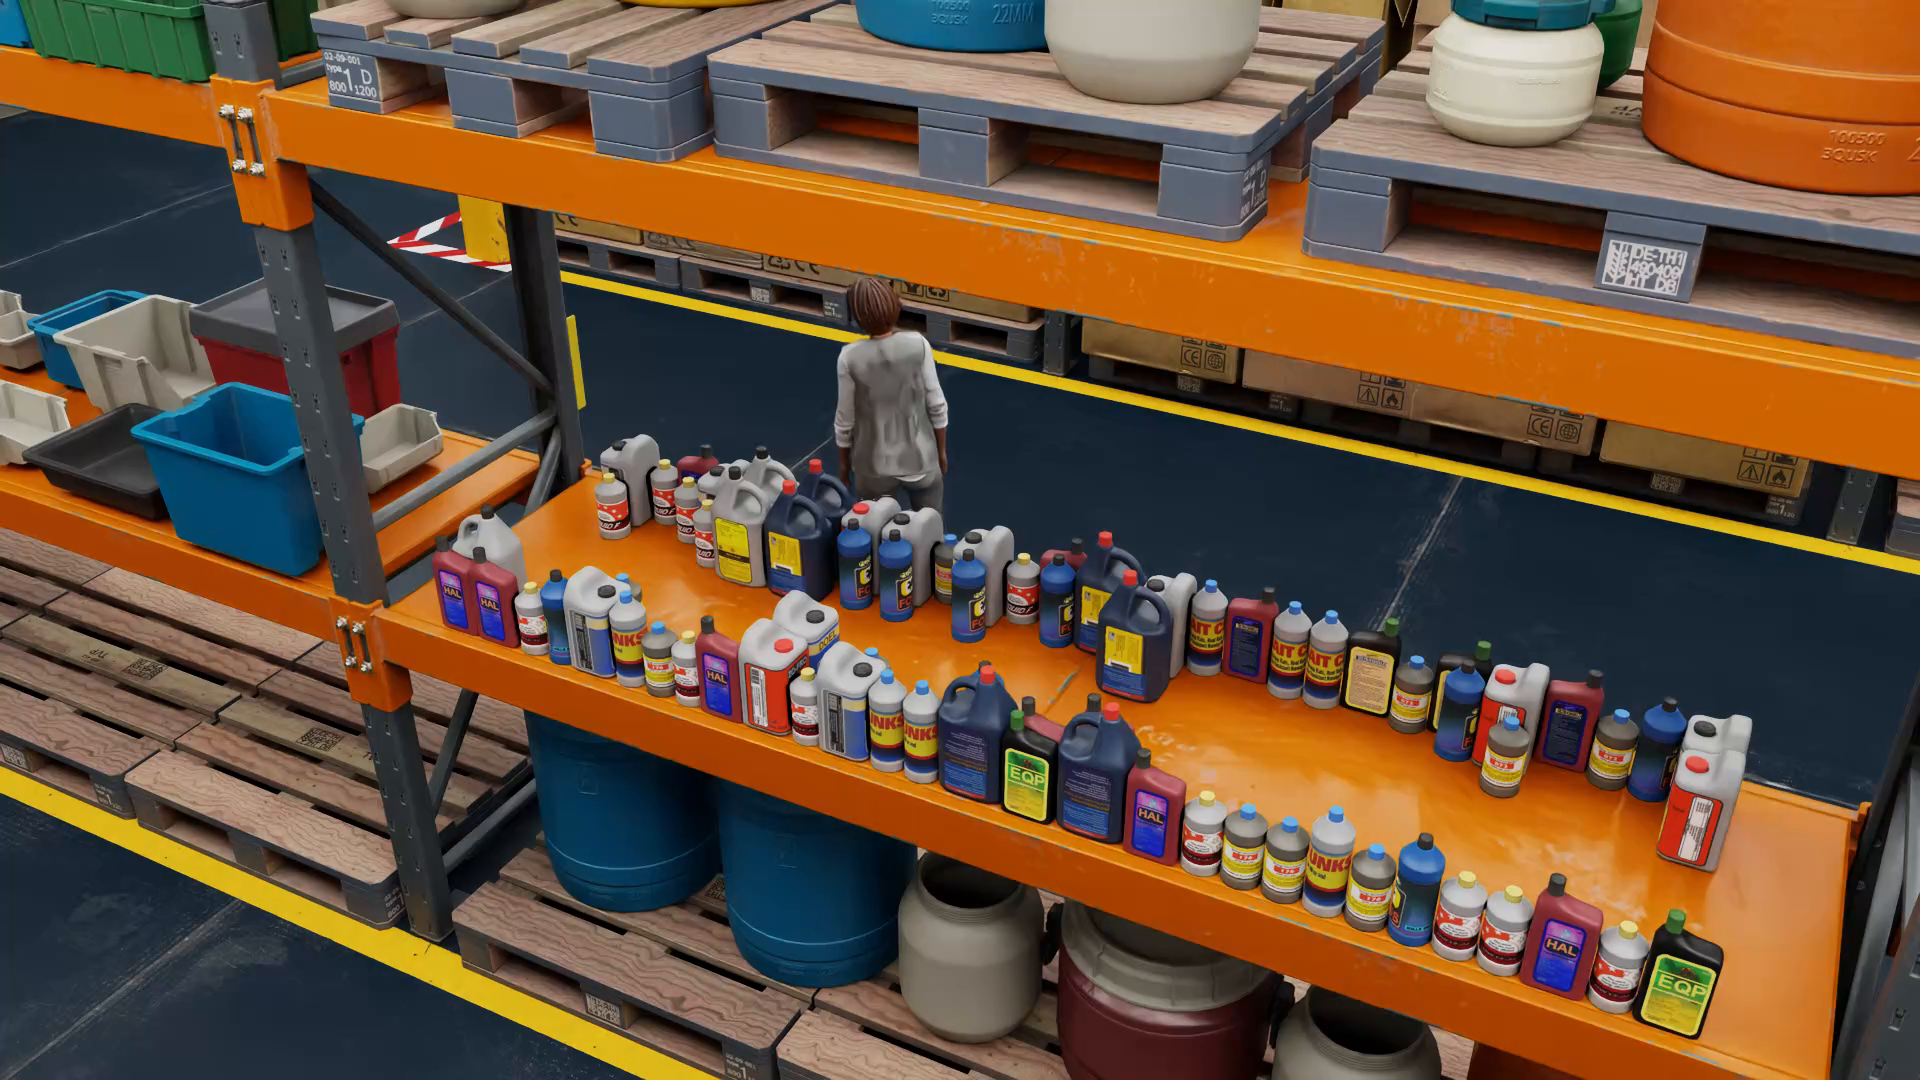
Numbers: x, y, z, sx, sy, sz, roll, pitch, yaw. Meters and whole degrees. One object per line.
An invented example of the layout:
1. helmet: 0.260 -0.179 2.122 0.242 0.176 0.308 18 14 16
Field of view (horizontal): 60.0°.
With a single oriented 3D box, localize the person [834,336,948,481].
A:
1. person: -0.266 -0.532 6.448 0.443 0.544 0.301 -6 31 -10
